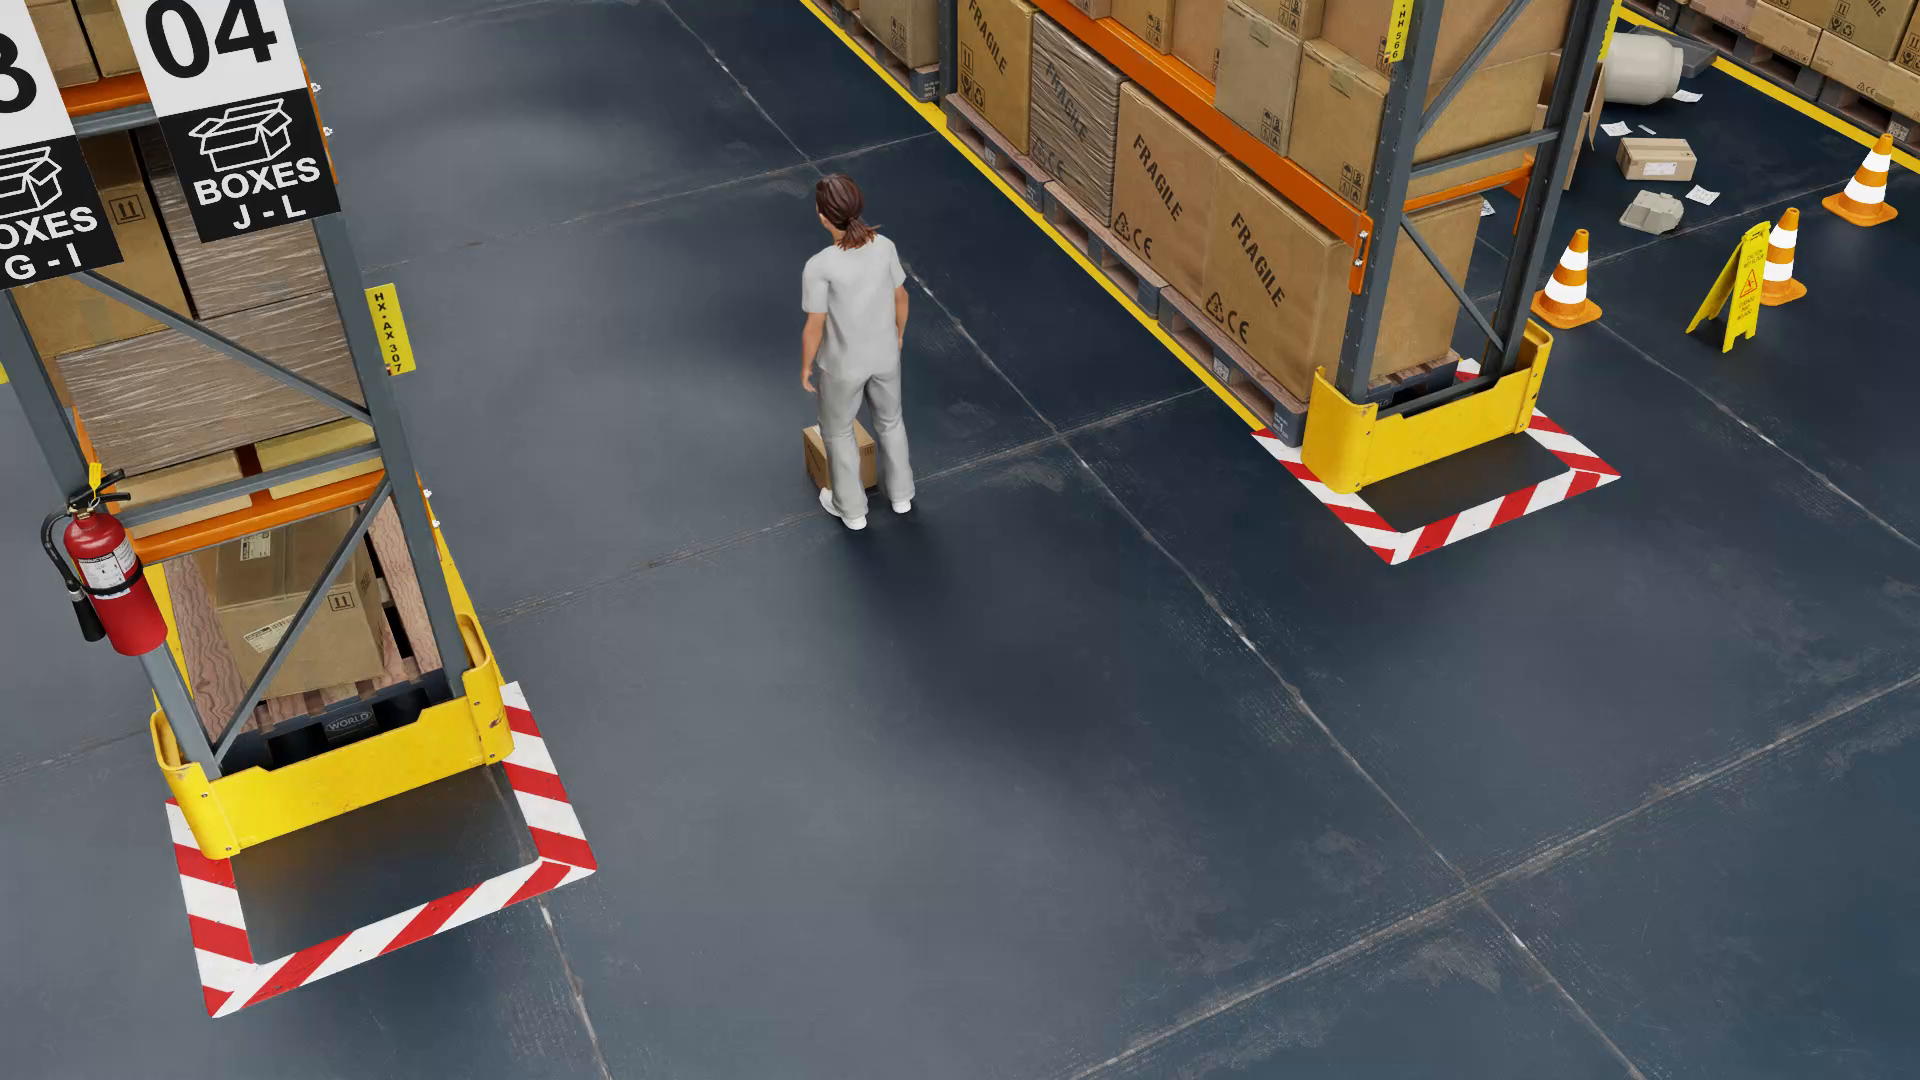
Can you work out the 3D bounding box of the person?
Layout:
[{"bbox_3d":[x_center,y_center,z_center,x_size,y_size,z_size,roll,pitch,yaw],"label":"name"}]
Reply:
[{"bbox_3d":[-0.434,-0.773,7.036,0.511,1.673,0.352,-21,46,-22],"label":"person"}]
